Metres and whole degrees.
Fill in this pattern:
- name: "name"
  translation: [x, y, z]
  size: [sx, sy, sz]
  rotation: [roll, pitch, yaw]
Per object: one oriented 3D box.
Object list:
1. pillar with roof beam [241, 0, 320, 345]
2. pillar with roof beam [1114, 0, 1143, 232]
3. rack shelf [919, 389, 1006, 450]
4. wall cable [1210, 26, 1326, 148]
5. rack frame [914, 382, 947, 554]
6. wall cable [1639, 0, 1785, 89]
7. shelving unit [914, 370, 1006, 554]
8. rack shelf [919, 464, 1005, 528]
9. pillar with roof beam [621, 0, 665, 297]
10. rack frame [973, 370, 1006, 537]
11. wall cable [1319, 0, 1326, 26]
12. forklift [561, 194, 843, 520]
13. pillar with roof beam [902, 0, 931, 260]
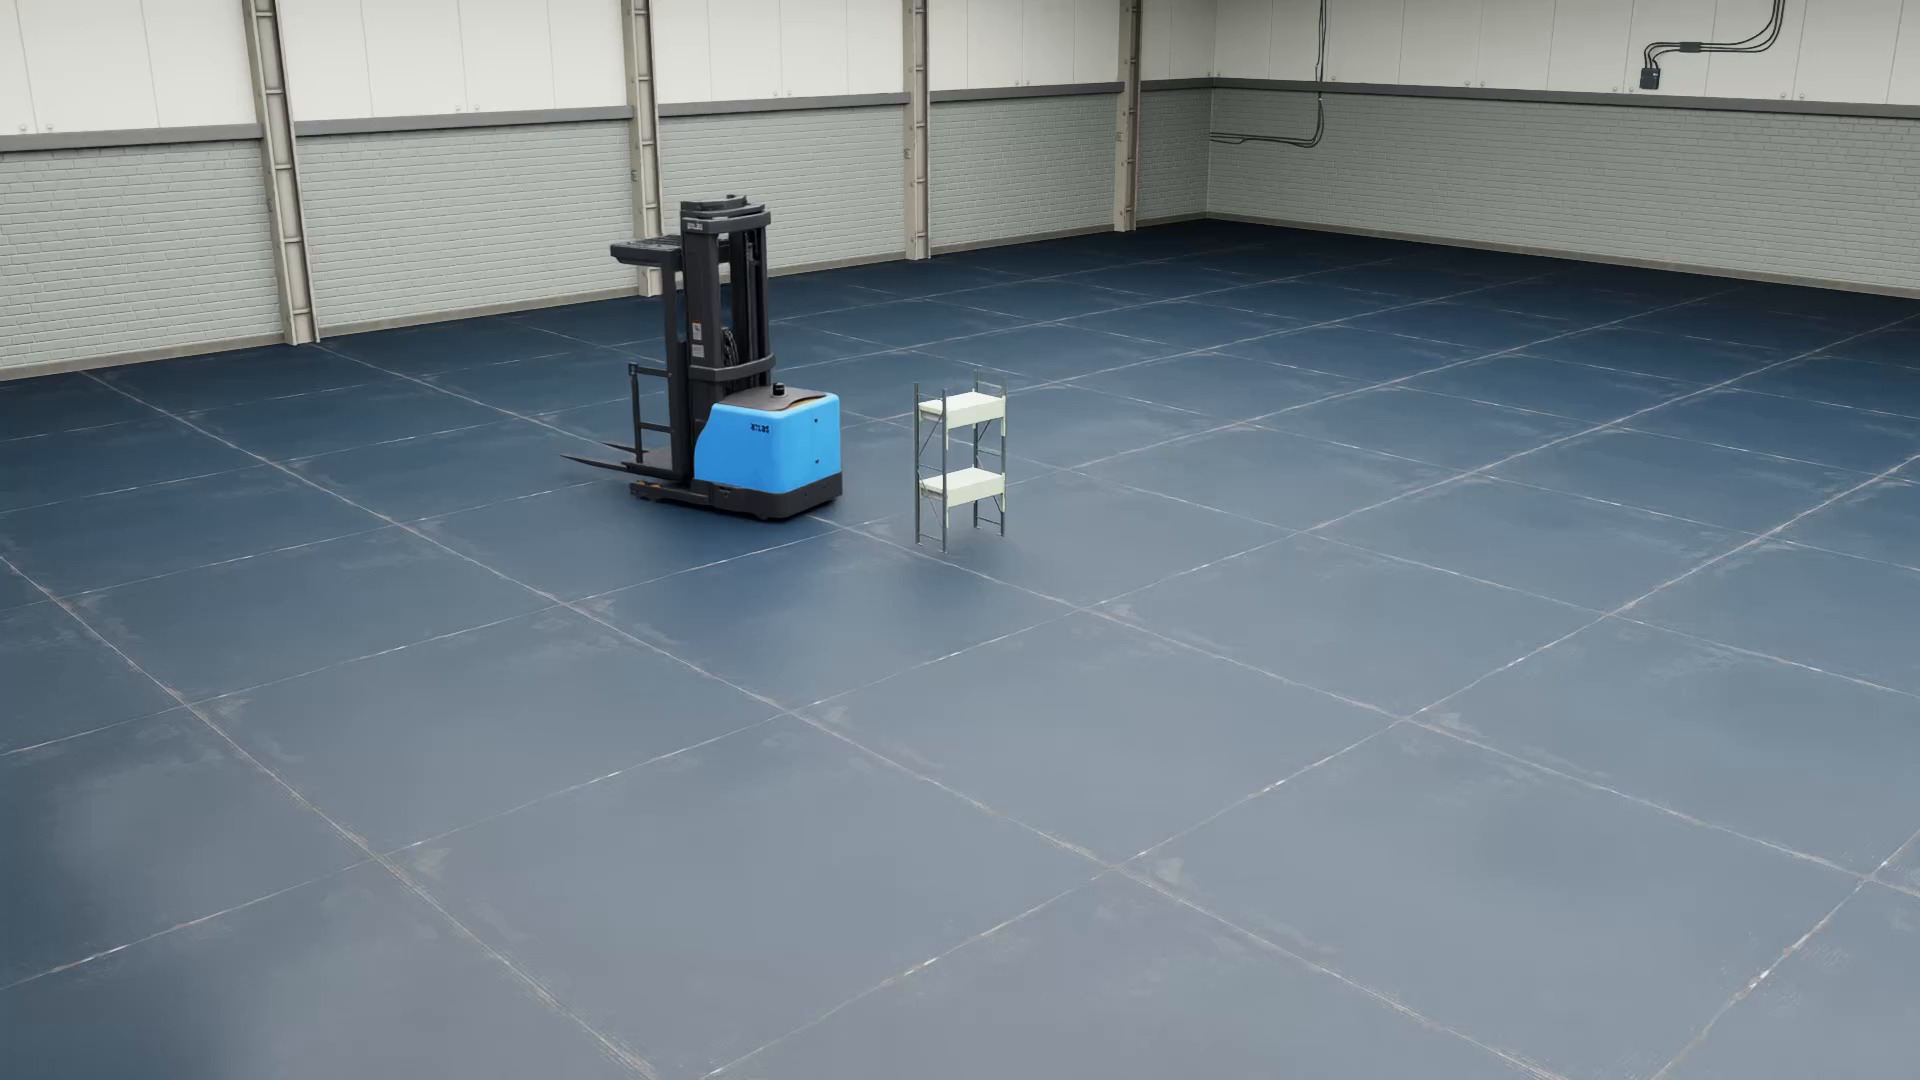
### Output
- name: "pillar with roof beam"
  translation: [-6.573, -6.185, 19.736]
  size: [0.400, 9.000, 9.100]
  rotation: [-16, 24, -41]
- name: "pillar with roof beam"
  translation: [6.506, -9.999, 31.500]
  size: [0.400, 9.000, 9.100]
  rotation: [-16, 24, -41]
- name: "rack shelf"
  translation: [0.005, -1.086, 14.903]
  size: [0.720, 0.370, 0.431]
  rotation: [-16, 24, -41]
- name: "wall cable"
  translation: [6.598, -9.815, 35.966]
  size: [0.112, 2.526, 3.097]
  rotation: [-16, 24, -41]
- name: "rack frame"
  translation: [-0.261, -0.637, 14.784]
  size: [0.023, 1.500, 0.400]
  rotation: [-16, 24, -41]
- name: "wall cable"
  translation: [13.108, -10.779, 28.390]
  size: [0.169, 6.003, 2.305]
  rotation: [-16, 24, -41]
- name: "shelving unit"
  translation: [0.005, -0.715, 15.023]
  size: [0.755, 1.500, 0.431]
  rotation: [-16, 24, -41]
- name: "rack shelf"
  translation: [0.005, -0.405, 15.124]
  size: [0.720, 0.370, 0.431]
  rotation: [-16, 24, -41]
- name: "pillar with roof beam"
  translation: [-2.213, -7.456, 23.657]
  size: [0.400, 9.000, 9.100]
  rotation: [-16, 24, -41]
- name: "rack frame"
  translation: [0.271, -0.792, 15.262]
  size: [0.023, 1.500, 0.400]
  rotation: [-16, 24, -41]
- name: "wall cable"
  translation: [8.456, -11.611, 33.317]
  size: [0.112, 2.526, 3.097]
  rotation: [-16, 24, -41]
- name: "forklift"
  translation: [-2.681, -1.902, 16.365]
  size: [3.031, 2.935, 1.130]
  rotation: [11, 21, 30]
- name: "pillar with roof beam"
  translation: [2.146, -8.728, 27.578]
  size: [0.400, 9.000, 9.100]
  rotation: [-16, 24, -41]
